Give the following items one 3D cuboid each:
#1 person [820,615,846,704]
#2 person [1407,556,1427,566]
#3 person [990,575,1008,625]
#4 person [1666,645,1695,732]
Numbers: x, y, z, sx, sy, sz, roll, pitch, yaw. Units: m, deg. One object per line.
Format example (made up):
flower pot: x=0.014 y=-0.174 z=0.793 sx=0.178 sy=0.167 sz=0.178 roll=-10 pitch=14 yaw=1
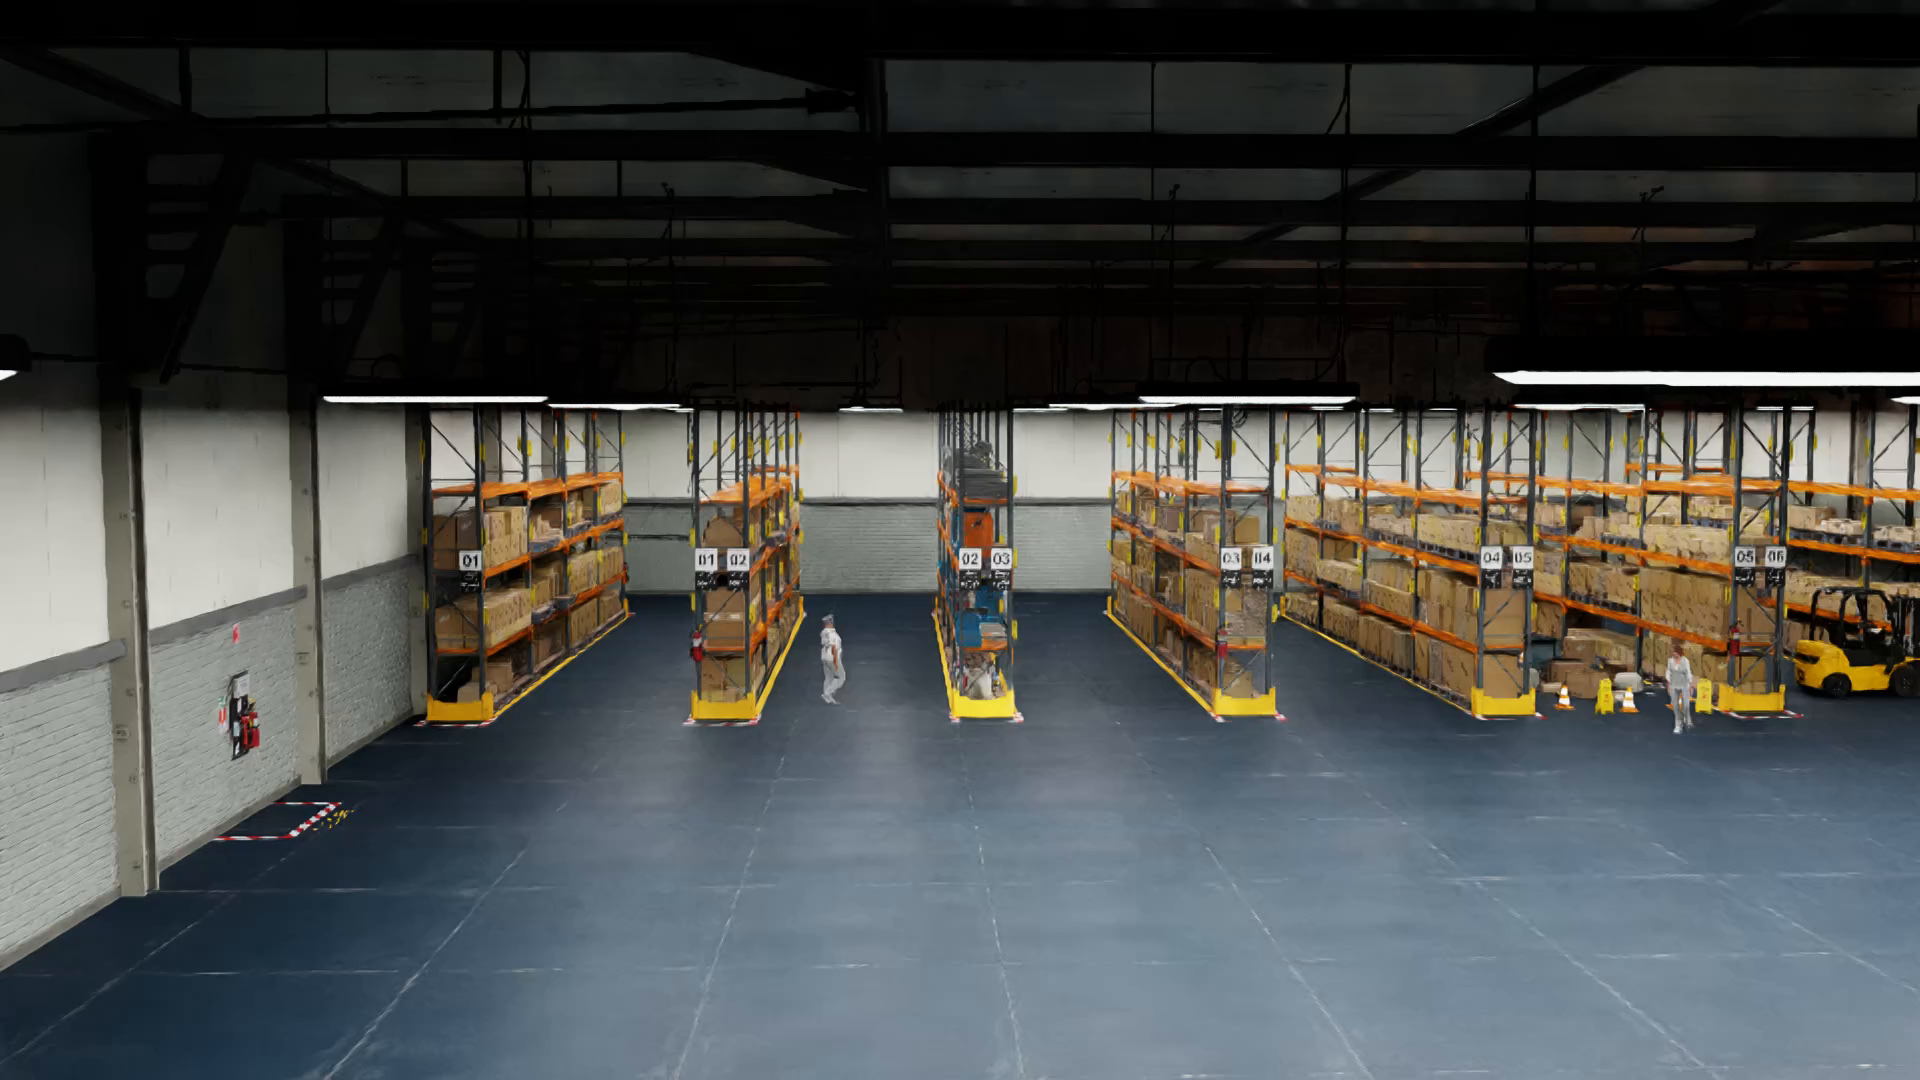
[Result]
person: x=-2.545 y=2.365 z=32.728 sx=0.470 sy=1.744 sz=0.588 roll=-3 pitch=5 yaw=-30
person: x=14.065 y=0.951 z=51.128 sx=0.548 sy=1.779 sz=0.687 roll=-4 pitch=6 yaw=-40
person: x=1.082 y=1.435 z=45.190 sx=0.592 sy=1.690 sz=1.094 roll=-1 pitch=4 yaw=-11
person: x=12.962 y=2.678 z=29.910 sx=0.475 sy=1.554 sz=0.477 roll=3 pitch=5 yaw=38
